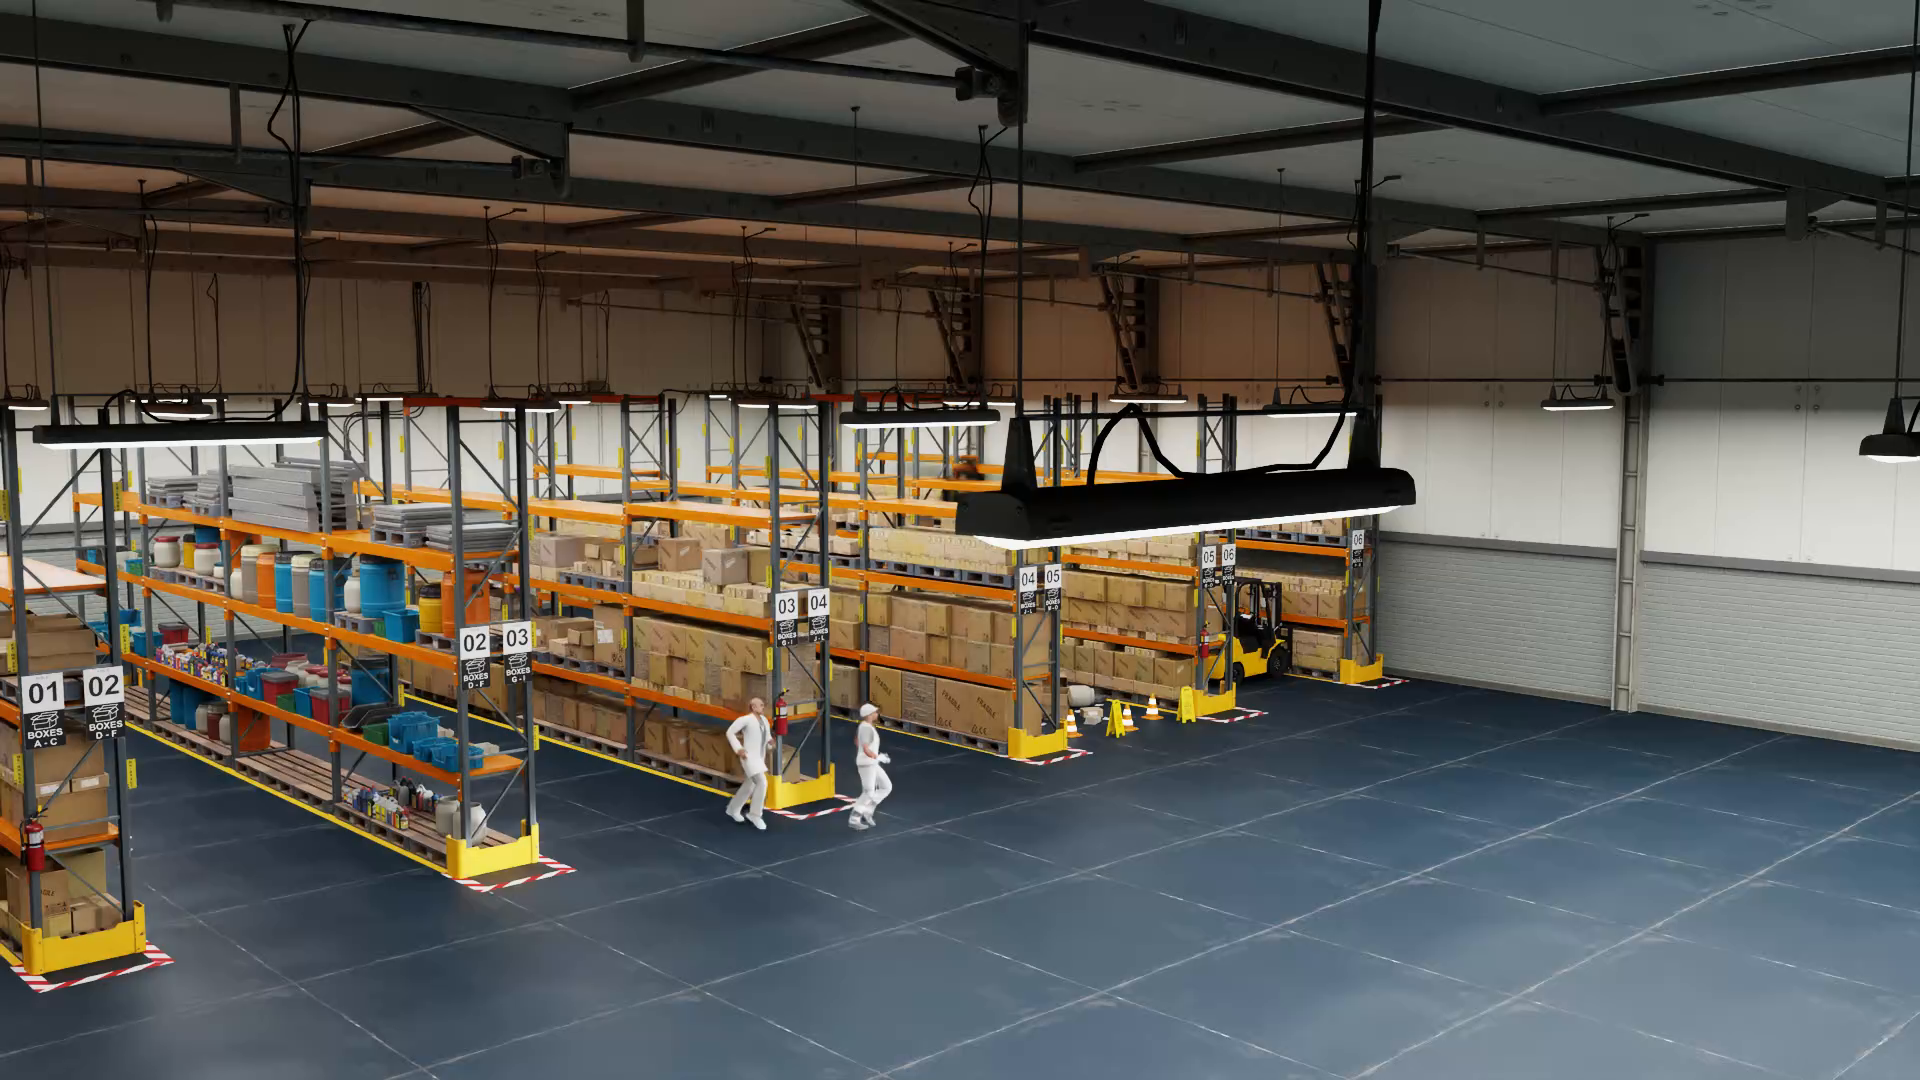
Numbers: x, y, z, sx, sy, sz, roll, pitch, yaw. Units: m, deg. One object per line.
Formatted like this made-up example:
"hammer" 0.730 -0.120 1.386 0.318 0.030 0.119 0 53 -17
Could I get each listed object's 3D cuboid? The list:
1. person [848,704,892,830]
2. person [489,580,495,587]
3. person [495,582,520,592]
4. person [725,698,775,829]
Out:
"person" -1.267 3.180 23.510 0.605 1.729 0.698 0 6 1
"person" -10.974 1.750 38.726 0.741 1.693 0.553 -1 6 -11
"person" -10.825 1.656 39.474 0.709 1.716 0.604 1 6 8
"person" -2.972 3.219 23.806 0.770 1.726 0.652 2 6 21
